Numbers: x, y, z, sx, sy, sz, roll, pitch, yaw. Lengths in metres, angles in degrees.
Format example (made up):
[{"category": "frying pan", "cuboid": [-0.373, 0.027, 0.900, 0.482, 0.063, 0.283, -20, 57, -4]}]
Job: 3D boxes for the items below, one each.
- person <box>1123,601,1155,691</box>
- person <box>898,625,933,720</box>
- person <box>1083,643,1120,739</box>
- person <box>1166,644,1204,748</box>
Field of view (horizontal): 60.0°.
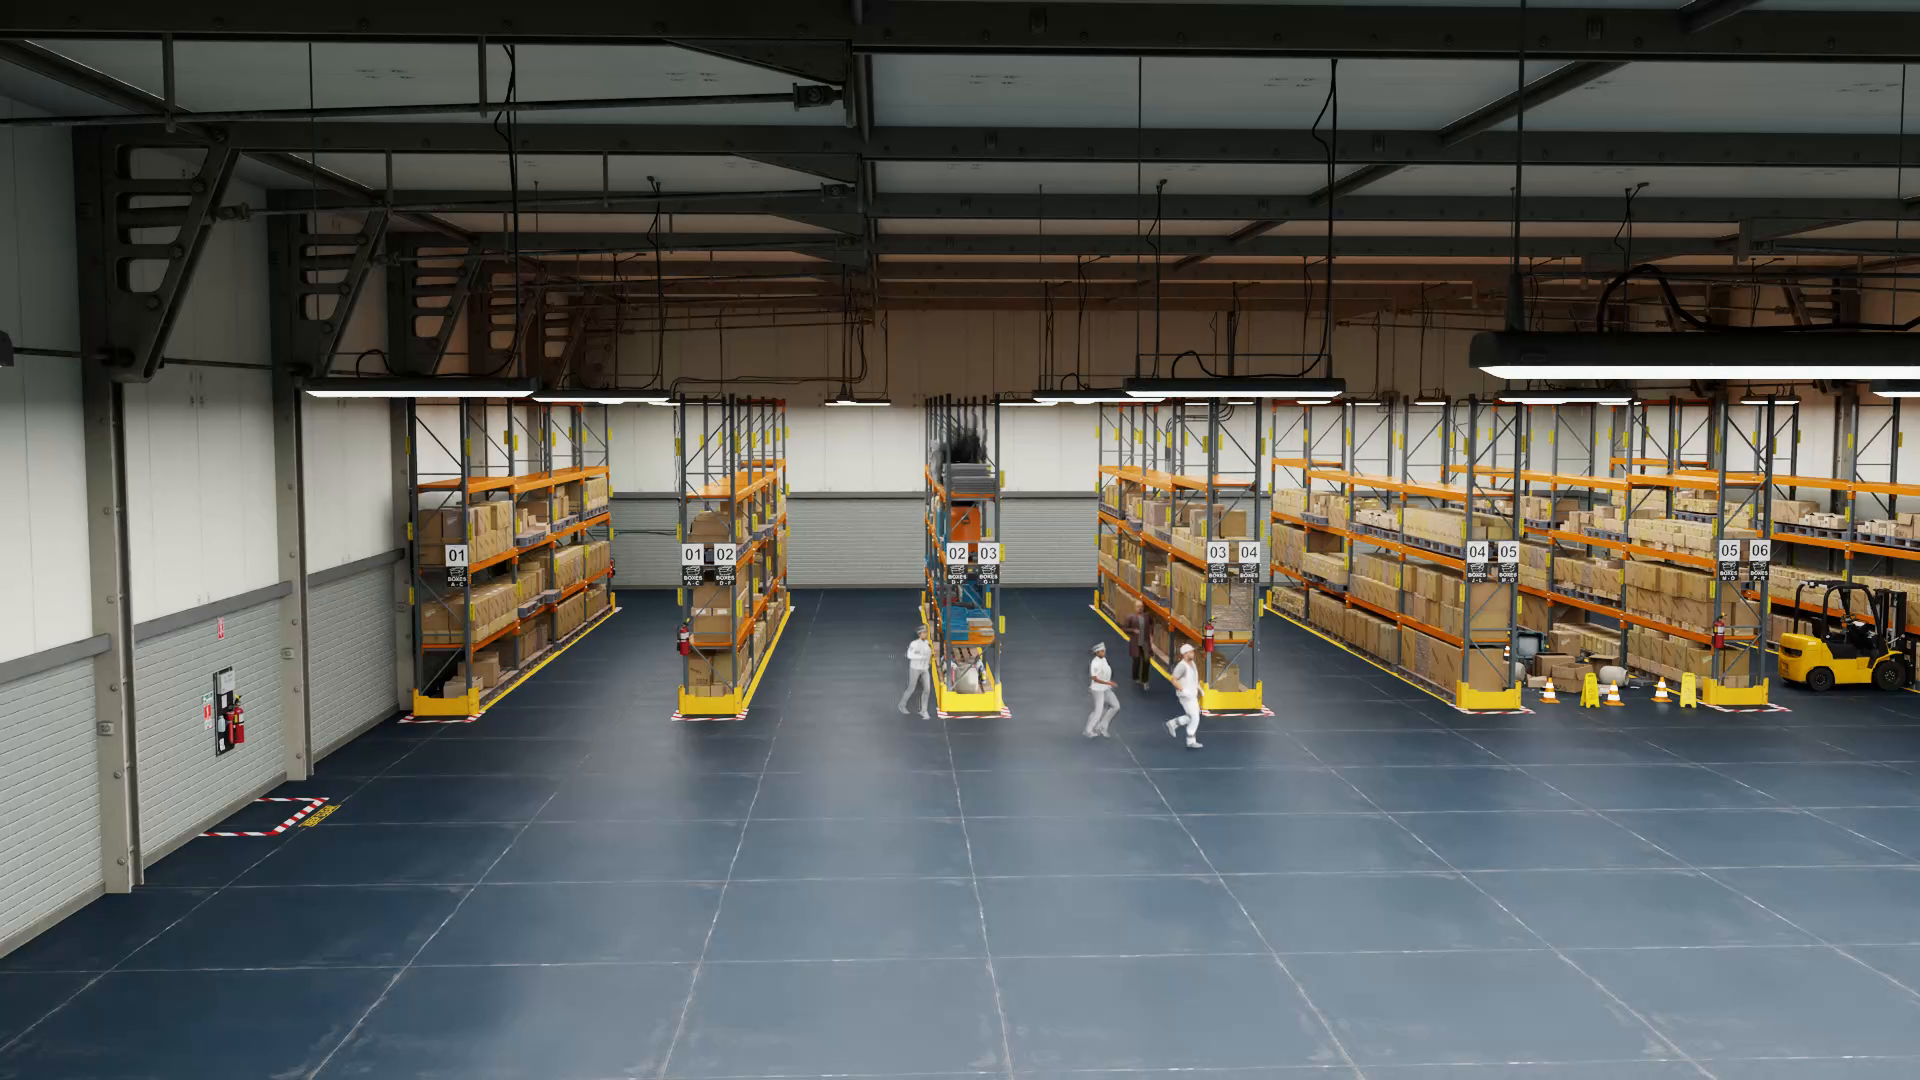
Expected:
[{"category": "person", "cuboid": [3.670, 2.163, 33.984, 0.684, 1.843, 0.841, 0, 5, -2]}, {"category": "person", "cuboid": [-0.766, 2.443, 30.894, 0.618, 1.745, 0.779, -4, 6, -41]}, {"category": "person", "cuboid": [2.461, 2.612, 28.873, 0.656, 1.694, 0.581, 3, 5, 33]}, {"category": "person", "cuboid": [3.788, 2.627, 28.124, 0.724, 1.747, 0.698, 3, 5, 32]}]
